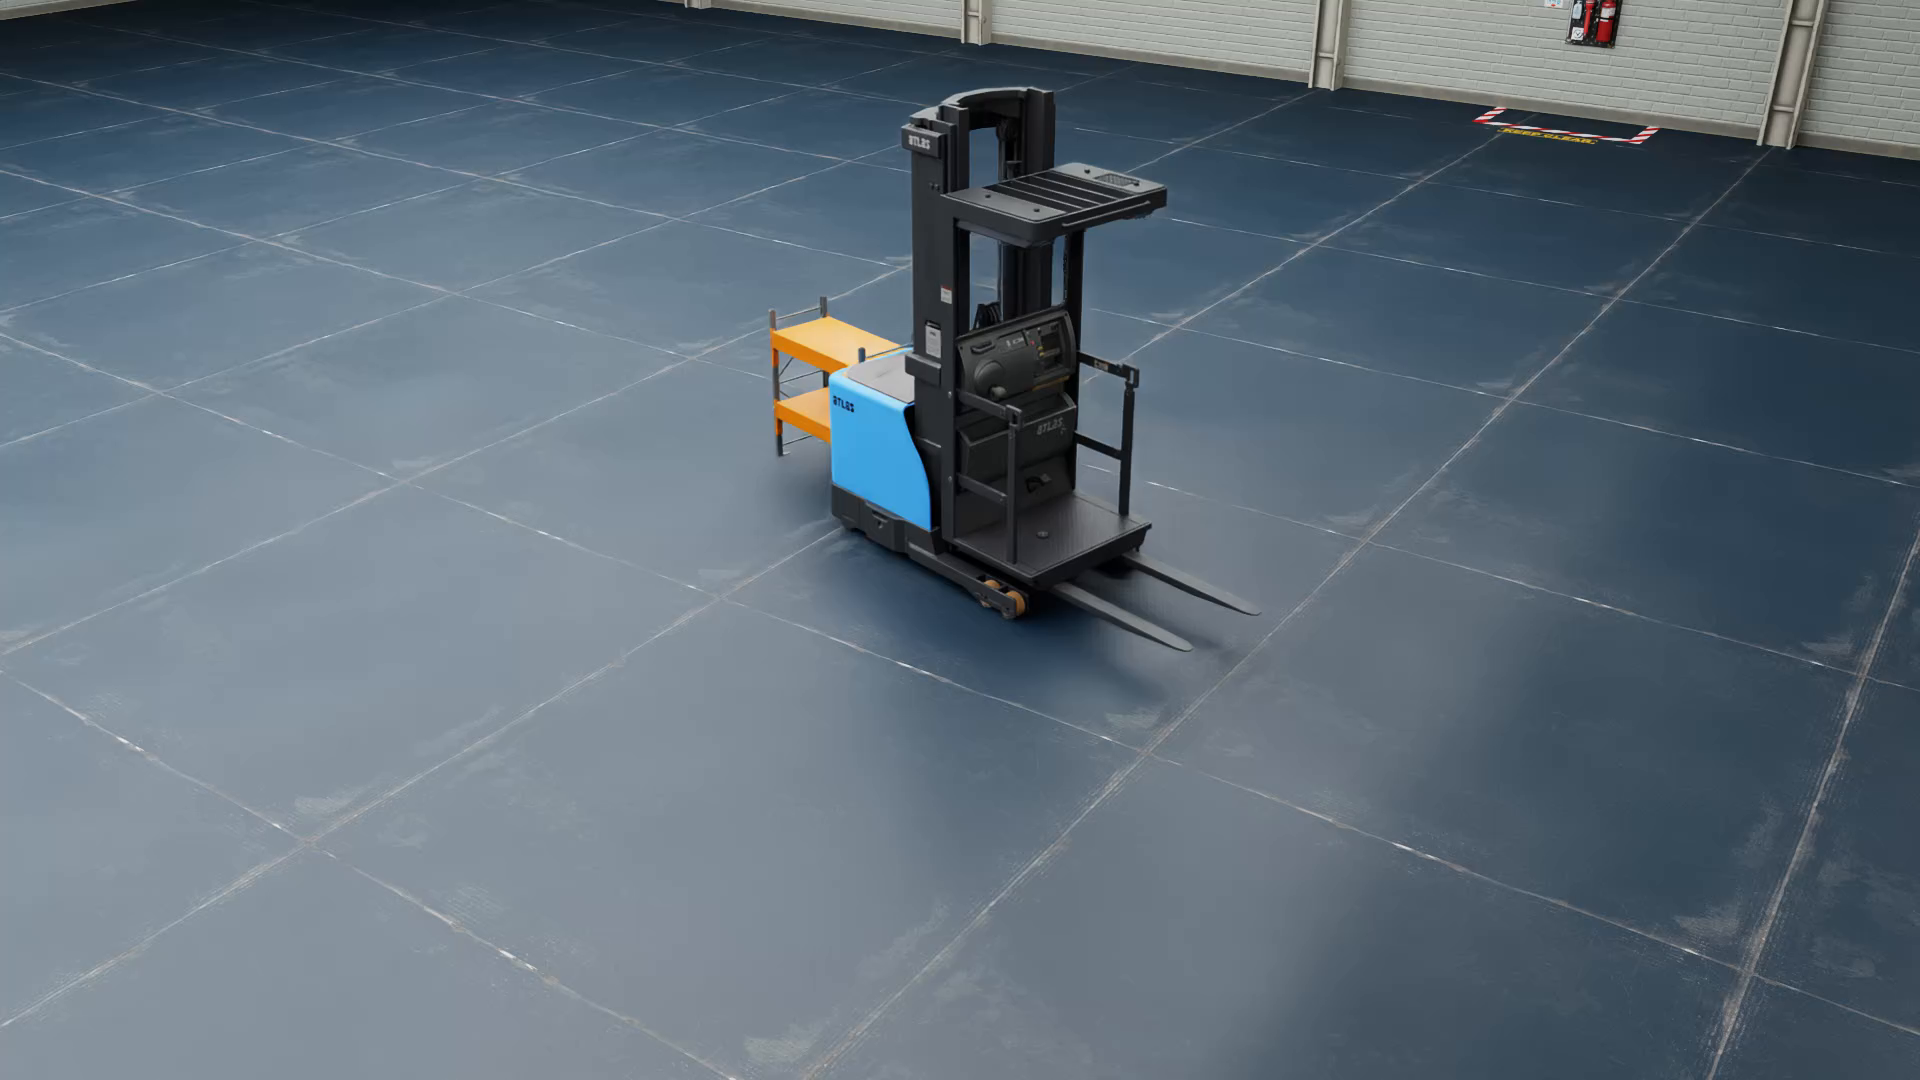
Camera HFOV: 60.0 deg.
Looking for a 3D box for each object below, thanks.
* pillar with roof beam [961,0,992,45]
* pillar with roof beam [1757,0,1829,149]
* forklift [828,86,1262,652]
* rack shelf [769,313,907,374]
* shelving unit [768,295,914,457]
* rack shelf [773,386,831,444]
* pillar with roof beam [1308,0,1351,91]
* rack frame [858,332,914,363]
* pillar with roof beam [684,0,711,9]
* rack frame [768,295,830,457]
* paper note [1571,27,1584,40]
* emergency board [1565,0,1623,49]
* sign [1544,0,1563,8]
[{"bbox_3d":[-2.172,-10.404,21.546,0.400,9.000,9.100,17,32,30],"label":"pillar with roof beam"},{"bbox_3d":[7.720,-7.322,15.491,0.400,9.000,9.100,17,32,30],"label":"pillar with roof beam"},{"bbox_3d":[0.495,-1.091,9.936,1.130,2.935,3.031,-23,35,-37],"label":"forklift"},{"bbox_3d":[-0.821,-1.279,11.652,0.538,0.278,1.000,-22,34,-36],"label":"rack shelf"},{"bbox_3d":[-0.821,-1.018,11.785,0.538,1.125,1.048,-22,34,-36],"label":"shelving unit"},{"bbox_3d":[-0.821,-0.800,11.896,0.538,0.278,1.000,-22,34,-36],"label":"rack shelf"},{"bbox_3d":[2.774,-8.863,18.518,0.400,9.000,9.100,17,32,30],"label":"pillar with roof beam"},{"bbox_3d":[-0.483,-0.846,11.446,0.500,1.125,0.032,-22,34,-36],"label":"rack frame"},{"bbox_3d":[-7.117,-11.945,24.574,0.400,9.000,9.100,17,32,30],"label":"pillar with roof beam"},{"bbox_3d":[-1.159,-1.191,12.123,0.500,1.125,0.032,-22,34,-36],"label":"rack frame"},{"bbox_3d":[8.035,-6.586,21.629,0.142,0.148,0.016,17,32,30],"label":"paper note"},{"bbox_3d":[8.142,-6.907,21.289,0.643,1.169,0.194,17,32,30],"label":"emergency board"},{"bbox_3d":[7.745,-7.104,21.636,0.234,0.329,0.001,17,32,30],"label":"sign"}]
